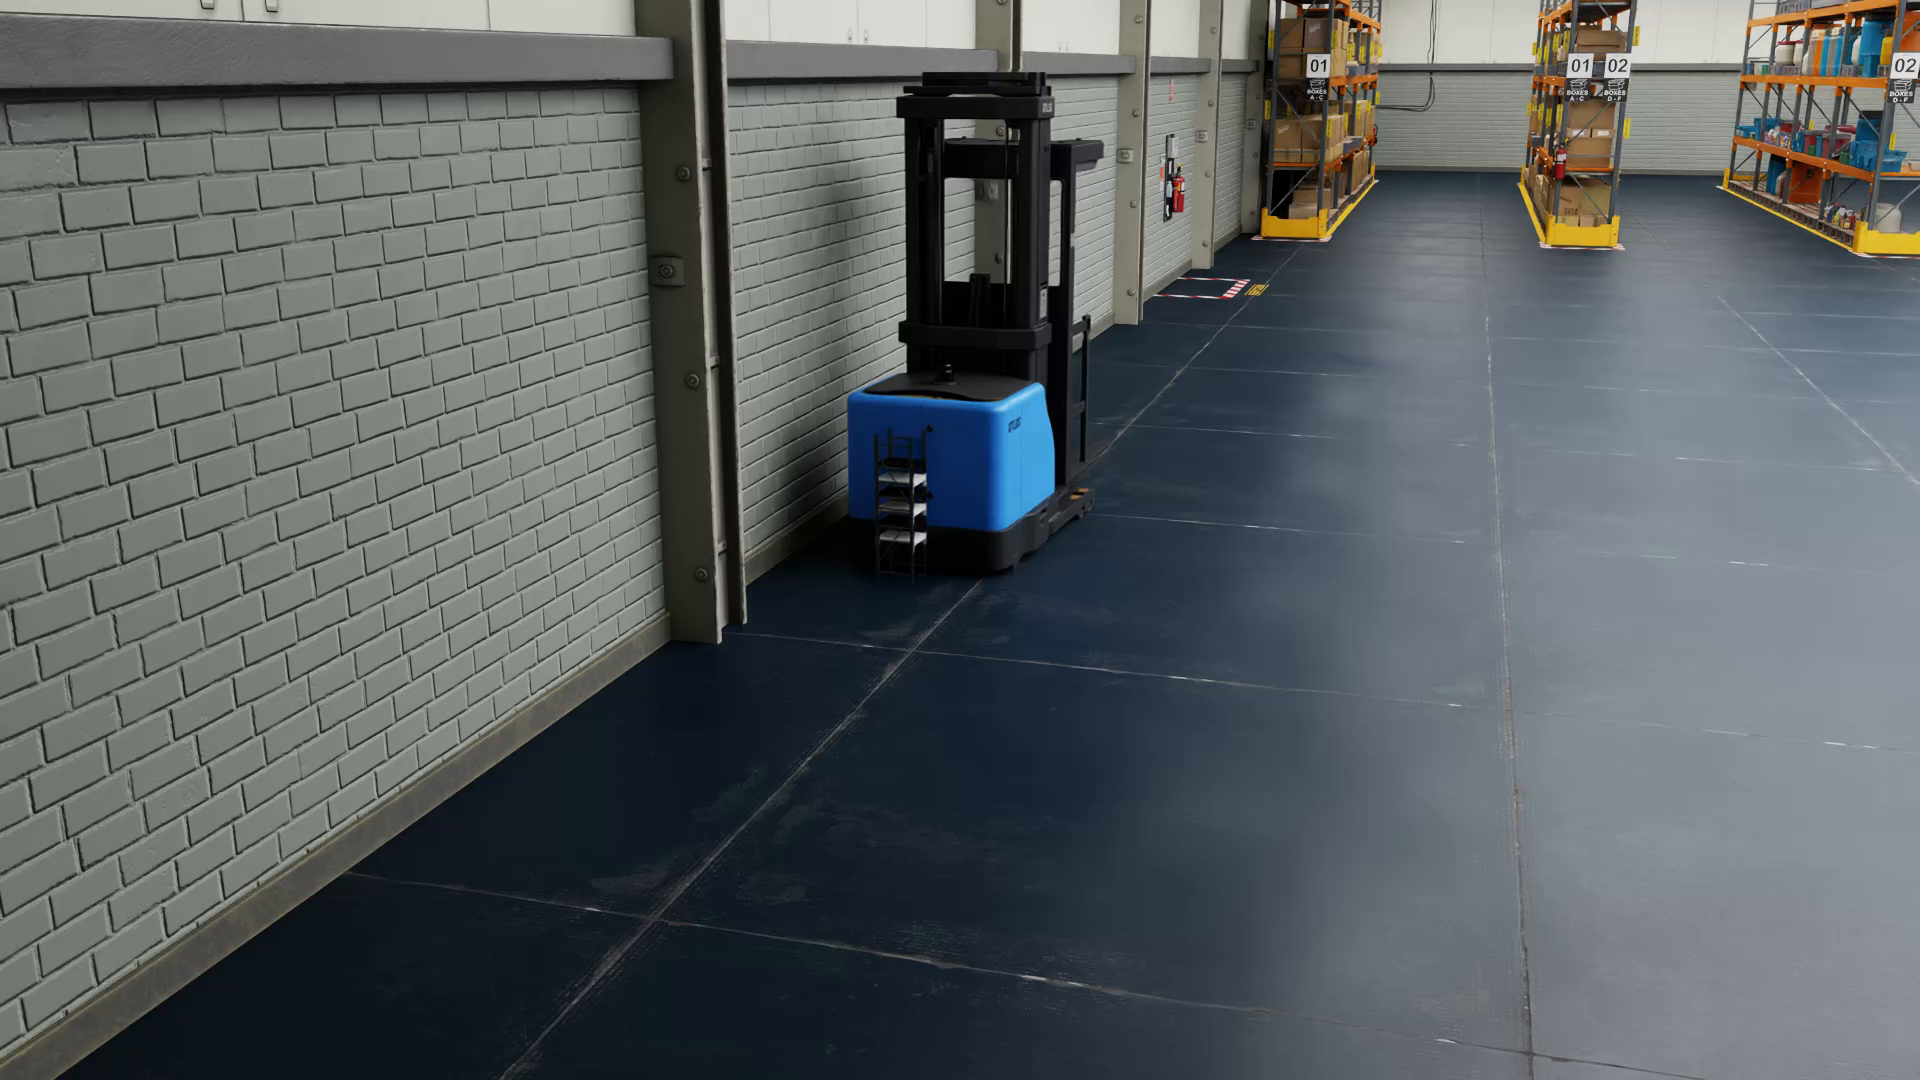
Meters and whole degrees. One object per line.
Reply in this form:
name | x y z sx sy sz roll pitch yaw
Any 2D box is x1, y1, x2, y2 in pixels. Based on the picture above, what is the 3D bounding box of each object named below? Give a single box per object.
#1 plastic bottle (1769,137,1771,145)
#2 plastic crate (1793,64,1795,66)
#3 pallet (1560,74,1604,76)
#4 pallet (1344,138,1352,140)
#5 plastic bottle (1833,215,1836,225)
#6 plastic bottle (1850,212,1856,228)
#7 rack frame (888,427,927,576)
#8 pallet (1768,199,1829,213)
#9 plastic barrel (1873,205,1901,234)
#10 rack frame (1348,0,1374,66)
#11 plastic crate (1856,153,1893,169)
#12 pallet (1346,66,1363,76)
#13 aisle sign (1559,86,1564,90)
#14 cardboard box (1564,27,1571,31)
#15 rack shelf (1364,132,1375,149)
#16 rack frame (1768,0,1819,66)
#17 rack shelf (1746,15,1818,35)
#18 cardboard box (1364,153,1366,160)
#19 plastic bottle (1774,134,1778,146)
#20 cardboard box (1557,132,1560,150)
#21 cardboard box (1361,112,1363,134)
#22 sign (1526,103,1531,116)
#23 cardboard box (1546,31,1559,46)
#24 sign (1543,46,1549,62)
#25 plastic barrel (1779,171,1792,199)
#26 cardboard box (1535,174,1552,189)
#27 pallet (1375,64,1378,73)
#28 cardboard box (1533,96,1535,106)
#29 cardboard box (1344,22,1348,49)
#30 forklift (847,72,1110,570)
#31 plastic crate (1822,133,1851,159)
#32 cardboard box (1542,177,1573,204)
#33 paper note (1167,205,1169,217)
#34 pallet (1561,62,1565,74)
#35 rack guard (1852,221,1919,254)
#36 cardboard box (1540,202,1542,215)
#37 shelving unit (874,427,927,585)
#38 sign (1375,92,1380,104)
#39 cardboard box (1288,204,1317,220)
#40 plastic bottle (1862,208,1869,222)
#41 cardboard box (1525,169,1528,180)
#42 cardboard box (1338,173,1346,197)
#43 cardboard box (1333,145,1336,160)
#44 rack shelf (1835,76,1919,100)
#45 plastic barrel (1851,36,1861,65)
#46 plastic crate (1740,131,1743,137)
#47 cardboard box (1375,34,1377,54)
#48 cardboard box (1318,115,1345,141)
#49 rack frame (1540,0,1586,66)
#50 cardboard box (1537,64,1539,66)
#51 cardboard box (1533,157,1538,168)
plastic bottle | 18.260 -8.989 37.389 0.097 0.201 0.097 0 16 0
plastic crate | 19.592 -11.035 38.981 0.497 0.269 0.590 5 16 16
pallet | 12.192 -9.226 32.714 0.805 0.209 1.217 4 16 14
pallet | 7.817 -8.460 35.510 1.003 0.211 1.213 5 16 16
plastic bottle | 15.918 -5.823 30.184 0.097 0.201 0.097 0 16 0
plastic bottle | 15.867 -5.687 29.554 0.061 0.283 0.133 5 16 16
rack frame | -0.316 -0.228 9.985 0.240 0.900 0.006 6 17 20
pallet | 18.023 -7.173 35.731 1.003 0.211 1.213 5 16 16
plastic barrel | 15.679 -5.395 28.143 0.421 0.512 0.421 0 16 0
rack frame | 9.477 -13.006 40.191 1.000 3.000 0.127 5 16 16
plastic crate | 15.611 -6.464 28.394 0.499 0.251 0.408 5 16 16
pallet | 7.773 -9.804 34.745 1.213 0.211 1.003 5 16 16
aisle sign | 15.677 -12.028 42.973 0.394 0.787 0.004 5 16 16
cardboard box | 13.221 -10.776 35.811 0.500 0.500 0.500 5 16 16
rack shelf | 10.045 -10.297 42.953 1.077 0.370 4.000 5 16 16
rack frame | 18.976 -12.237 37.483 1.000 3.000 0.127 5 16 16
rack shelf | 19.544 -12.222 39.480 1.077 0.370 4.000 5 16 16
cardboard box | 10.208 -9.831 42.615 0.380 0.149 0.250 4 16 14
plastic bottle | 18.063 -8.841 36.739 0.097 0.271 0.097 0 16 0
cardboard box | 11.834 -7.575 31.855 0.700 0.500 0.500 4 16 14
cardboard box | 9.301 -9.915 39.524 0.500 0.500 0.500 5 16 16
sign | 14.844 -11.241 43.379 0.100 0.325 0.005 5 16 16
cardboard box | 14.329 -11.839 39.559 0.700 0.500 0.500 5 16 16
sign | 12.571 -10.424 35.640 0.100 0.325 0.005 5 16 16
plastic barrel | 18.283 -7.771 36.381 0.600 0.588 0.708 5 16 16
cardboard box | 12.660 -7.725 35.808 0.500 0.311 0.500 5 17 18
pallet | 10.413 -12.372 43.615 1.003 0.211 1.213 5 16 16
cardboard box | 14.554 -10.816 41.448 0.500 0.500 0.500 4 16 15
cardboard box | 7.175 -9.711 32.021 0.500 0.500 0.500 6 17 19
forklift | 0.294 -1.587 11.054 1.130 2.935 3.031 6 17 20
plastic crate | 16.546 -7.440 31.444 0.402 0.464 0.583 5 16 16
cardboard box | 11.388 -6.655 31.690 0.500 0.500 0.500 5 16 16
paper note | 2.876 -4.552 22.996 0.016 0.148 0.142 5 16 16
pallet | 11.388 -8.501 29.967 1.003 0.211 1.213 5 16 16
rack guard | 15.542 -5.033 27.657 1.175 0.500 0.348 5 16 16
cardboard box | 11.532 -6.425 32.253 0.500 0.250 0.500 5 16 16
shelving unit | -0.352 -0.202 9.894 0.258 0.900 0.210 6 17 20
sign | 11.130 -11.791 44.348 0.100 0.325 0.005 5 16 16
cardboard box | 6.350 -6.072 30.862 0.500 0.311 0.500 3 16 10
plastic bottle | 16.592 -5.923 30.401 0.152 0.276 0.135 5 16 16
cardboard box | 14.654 -9.290 42.317 0.500 0.250 0.500 5 16 16
cardboard box | 8.186 -7.890 36.923 0.700 0.500 0.500 5 17 17
cardboard box | 6.794 -7.290 31.274 0.500 0.250 0.500 4 16 15
rack shelf | 16.134 -7.832 28.766 1.077 0.370 4.000 5 16 16
plastic barrel | 16.392 -8.860 30.097 0.421 0.512 0.421 0 16 0
plastic crate | 19.363 -10.006 40.982 0.250 0.136 0.298 5 16 16
cardboard box | 10.375 -12.668 42.446 0.500 0.500 0.500 4 16 13
cardboard box | 7.366 -8.177 33.026 0.500 0.500 0.500 5 16 16
rack frame | 14.228 -12.623 38.841 1.000 3.000 0.127 5 16 16
cardboard box | 14.397 -11.517 40.713 0.500 0.250 0.500 5 16 16
cardboard box | 13.572 -8.737 38.536 0.500 0.250 0.500 5 16 16
